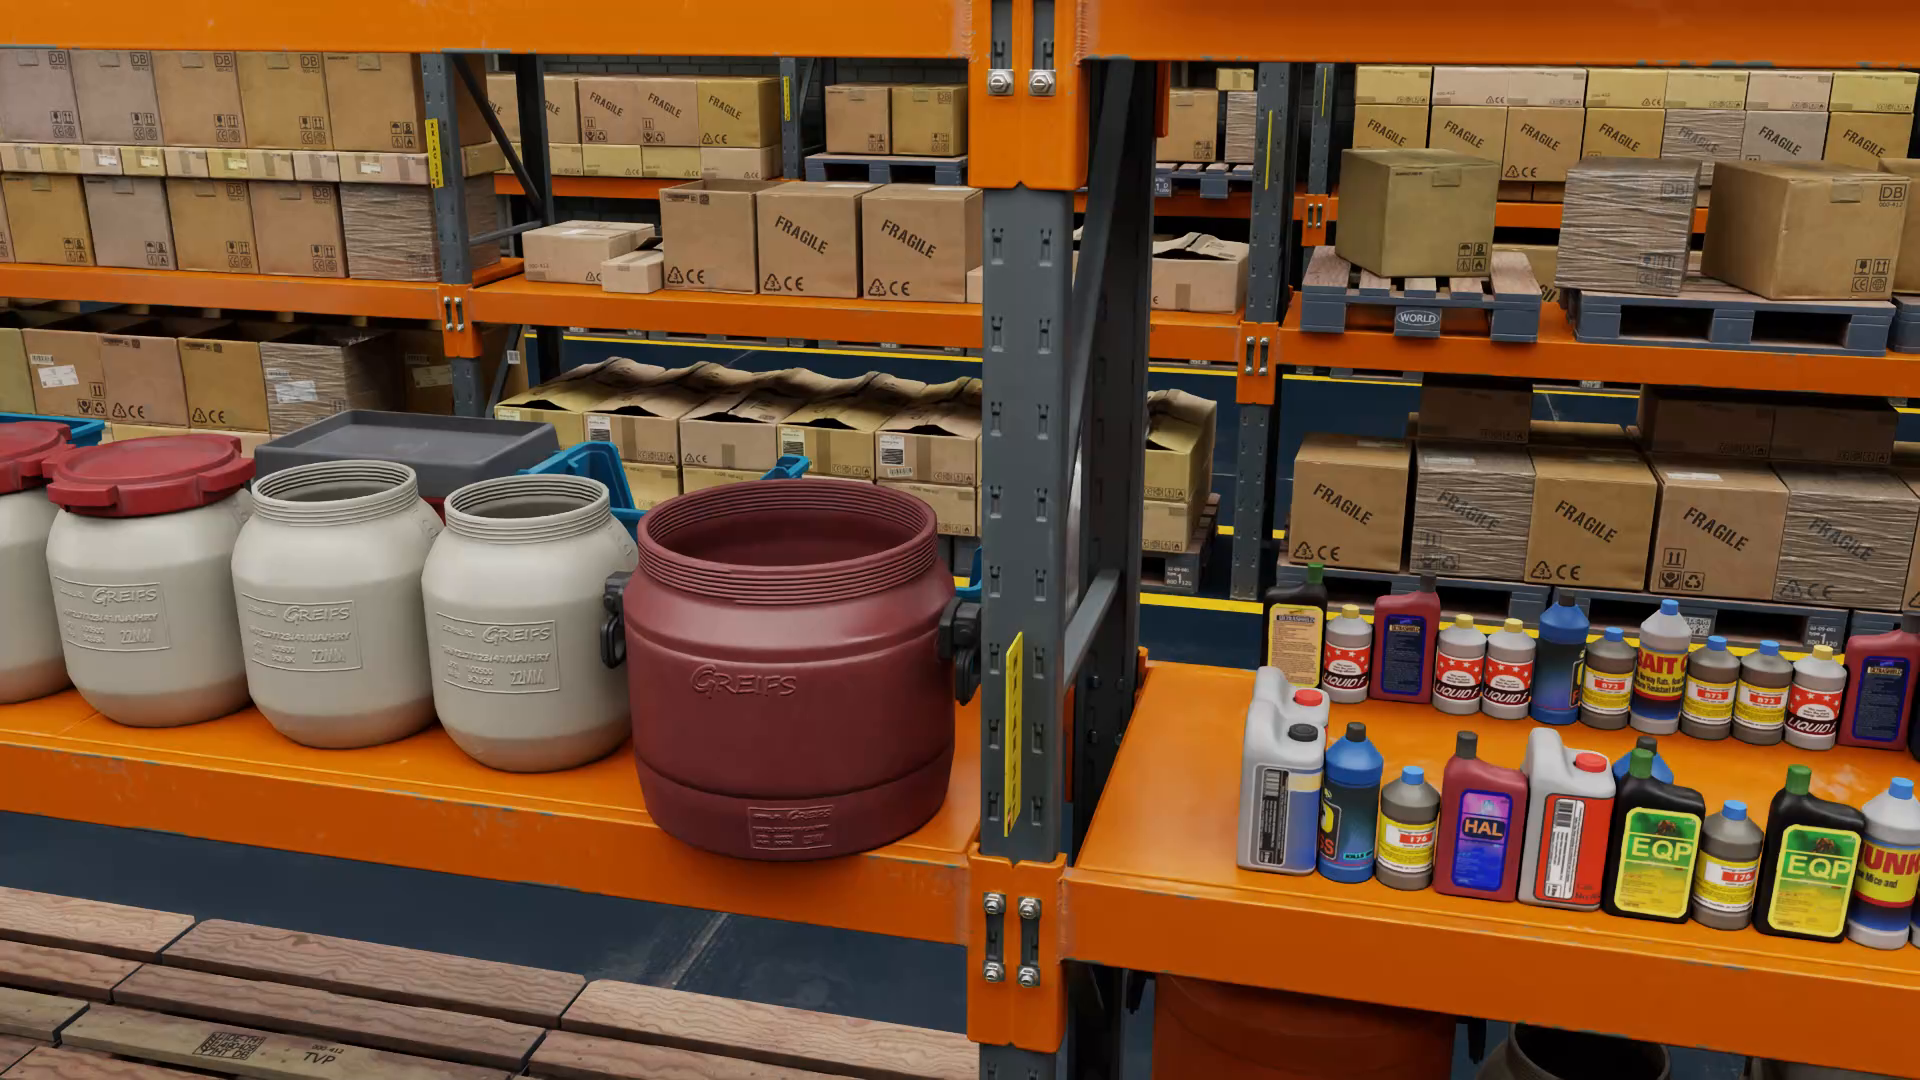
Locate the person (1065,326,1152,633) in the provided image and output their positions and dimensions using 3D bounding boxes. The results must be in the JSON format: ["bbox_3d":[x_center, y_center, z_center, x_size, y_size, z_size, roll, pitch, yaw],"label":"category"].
[{"bbox_3d":[0.479,-0.099,6.310,0.507,1.682,0.512,-5,19,-15],"label":"person"}]
